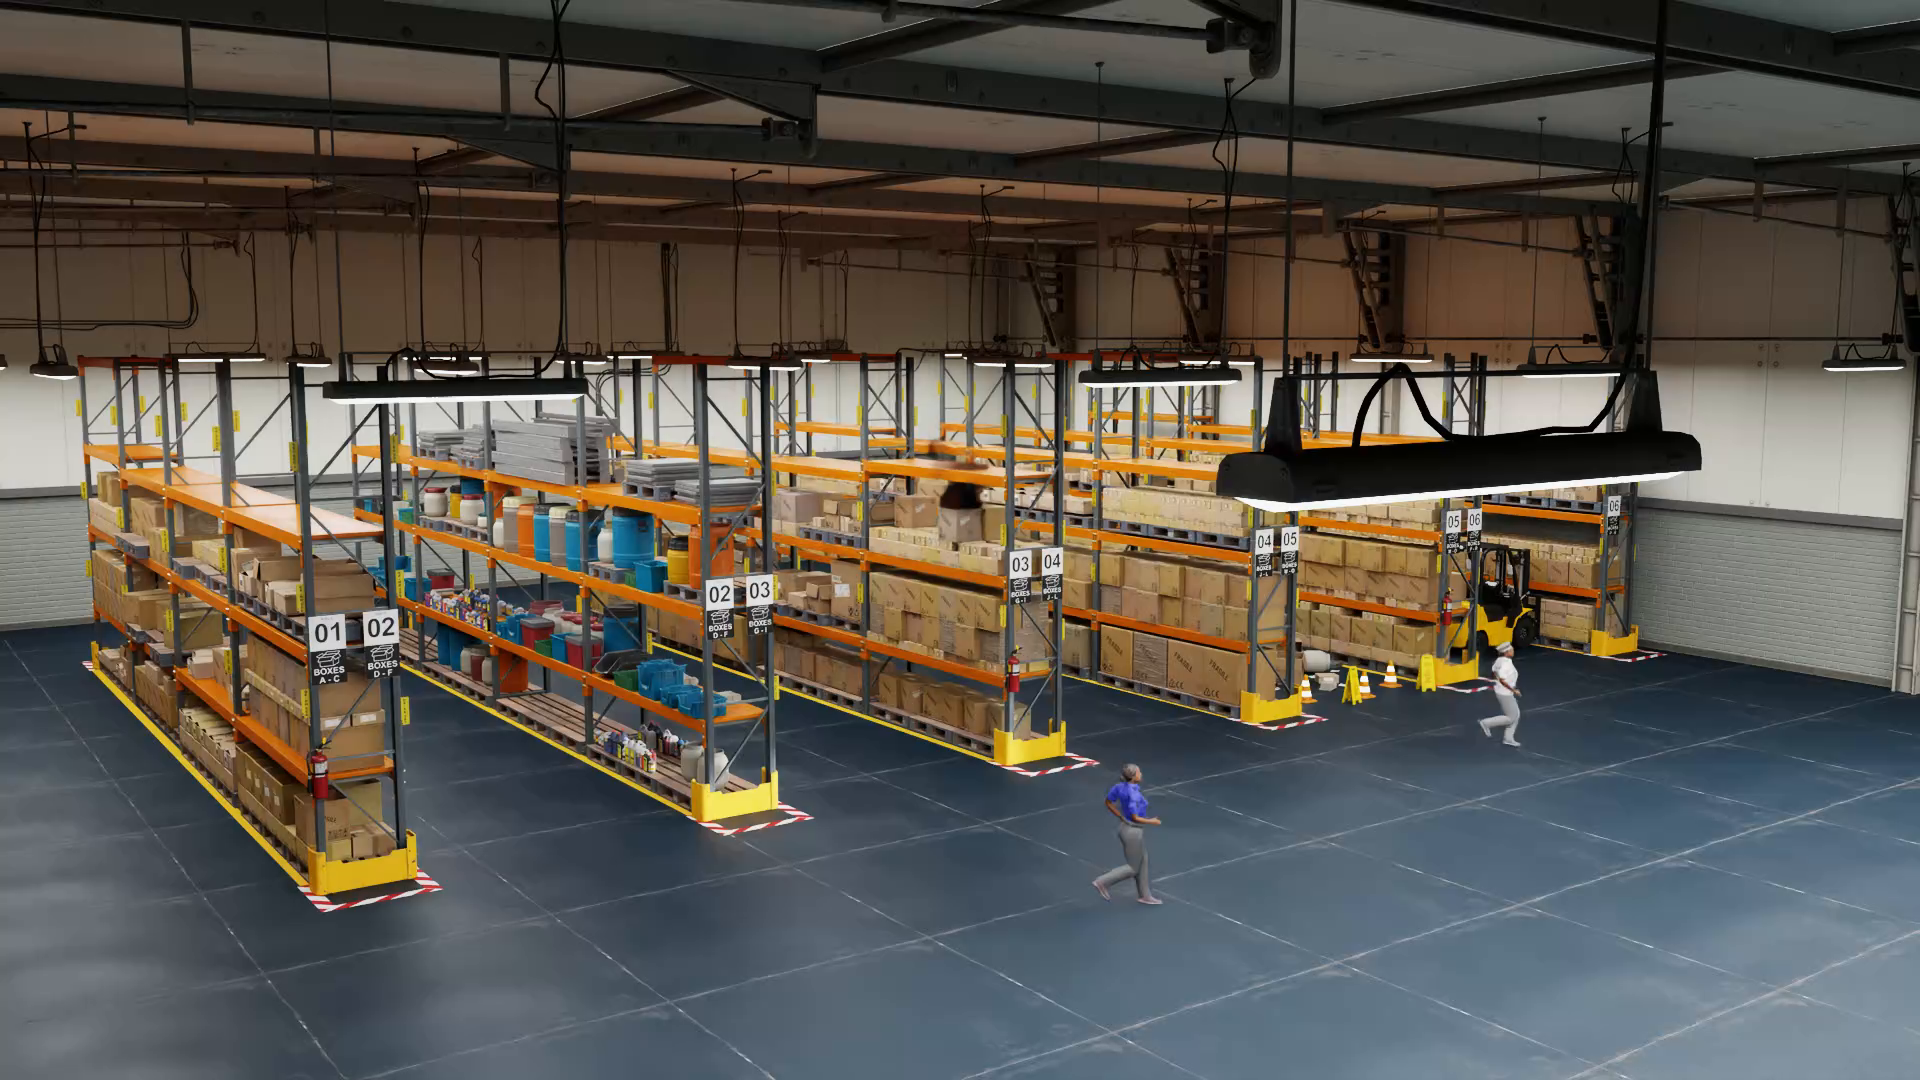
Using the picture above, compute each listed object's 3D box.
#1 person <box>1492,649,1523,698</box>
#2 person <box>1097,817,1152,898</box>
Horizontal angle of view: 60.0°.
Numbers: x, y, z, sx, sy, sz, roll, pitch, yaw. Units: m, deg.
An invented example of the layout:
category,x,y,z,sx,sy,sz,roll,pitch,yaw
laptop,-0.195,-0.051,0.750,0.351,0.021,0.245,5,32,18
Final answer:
category,x,y,z,sx,sy,sz,roll,pitch,yaw
person,8.524,2.008,25.836,0.392,0.812,0.584,1,7,8
person,1.832,3.563,18.505,0.679,0.929,0.367,-2,7,-15
